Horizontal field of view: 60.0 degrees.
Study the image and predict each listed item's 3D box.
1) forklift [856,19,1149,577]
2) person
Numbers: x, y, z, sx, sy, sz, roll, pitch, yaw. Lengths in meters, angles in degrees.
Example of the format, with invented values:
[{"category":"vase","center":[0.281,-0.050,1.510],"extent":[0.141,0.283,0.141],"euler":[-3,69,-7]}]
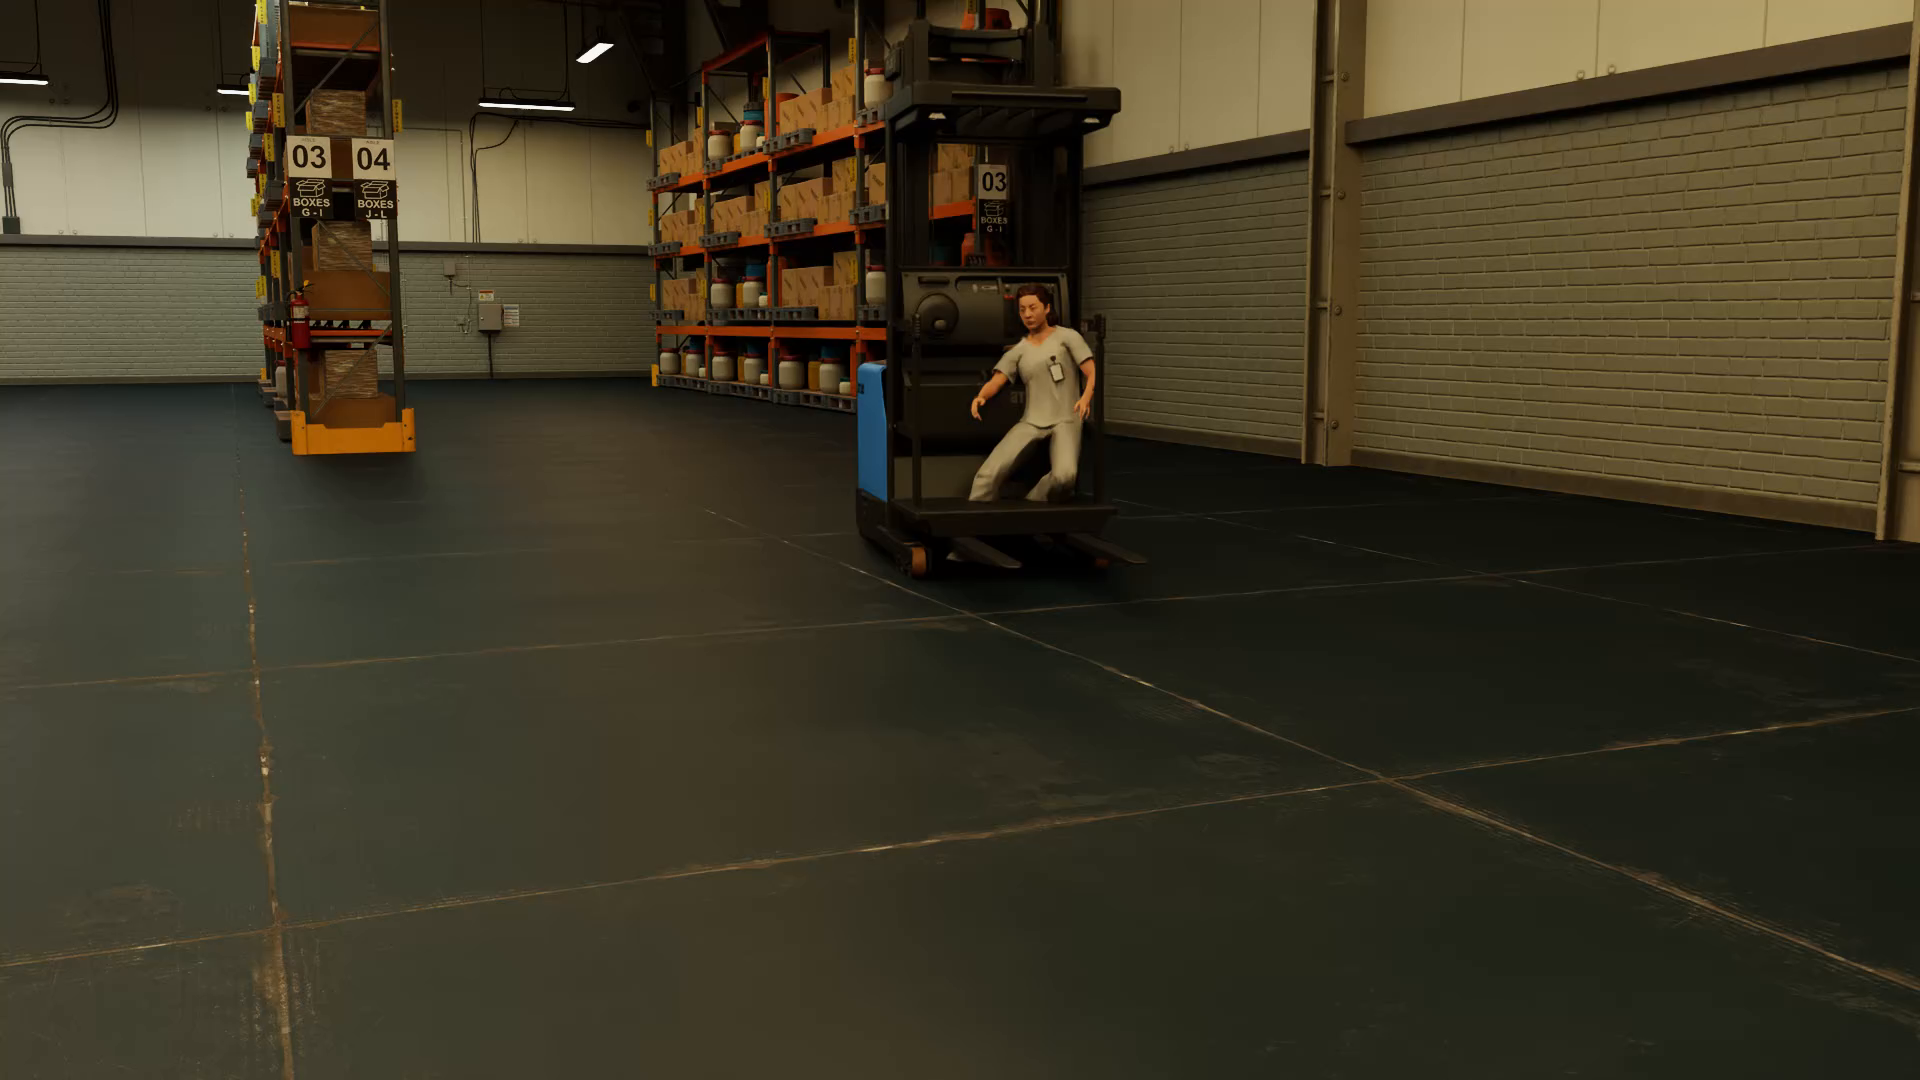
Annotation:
[{"category":"forklift","center":[0.194,-1.310,8.877],"extent":[1.130,2.935,3.031],"euler":[-2,8,-13]},{"category":"person","center":[0.361,-0.621,8.964],"extent":[0.765,1.529,0.730],"euler":[3,8,22]}]
